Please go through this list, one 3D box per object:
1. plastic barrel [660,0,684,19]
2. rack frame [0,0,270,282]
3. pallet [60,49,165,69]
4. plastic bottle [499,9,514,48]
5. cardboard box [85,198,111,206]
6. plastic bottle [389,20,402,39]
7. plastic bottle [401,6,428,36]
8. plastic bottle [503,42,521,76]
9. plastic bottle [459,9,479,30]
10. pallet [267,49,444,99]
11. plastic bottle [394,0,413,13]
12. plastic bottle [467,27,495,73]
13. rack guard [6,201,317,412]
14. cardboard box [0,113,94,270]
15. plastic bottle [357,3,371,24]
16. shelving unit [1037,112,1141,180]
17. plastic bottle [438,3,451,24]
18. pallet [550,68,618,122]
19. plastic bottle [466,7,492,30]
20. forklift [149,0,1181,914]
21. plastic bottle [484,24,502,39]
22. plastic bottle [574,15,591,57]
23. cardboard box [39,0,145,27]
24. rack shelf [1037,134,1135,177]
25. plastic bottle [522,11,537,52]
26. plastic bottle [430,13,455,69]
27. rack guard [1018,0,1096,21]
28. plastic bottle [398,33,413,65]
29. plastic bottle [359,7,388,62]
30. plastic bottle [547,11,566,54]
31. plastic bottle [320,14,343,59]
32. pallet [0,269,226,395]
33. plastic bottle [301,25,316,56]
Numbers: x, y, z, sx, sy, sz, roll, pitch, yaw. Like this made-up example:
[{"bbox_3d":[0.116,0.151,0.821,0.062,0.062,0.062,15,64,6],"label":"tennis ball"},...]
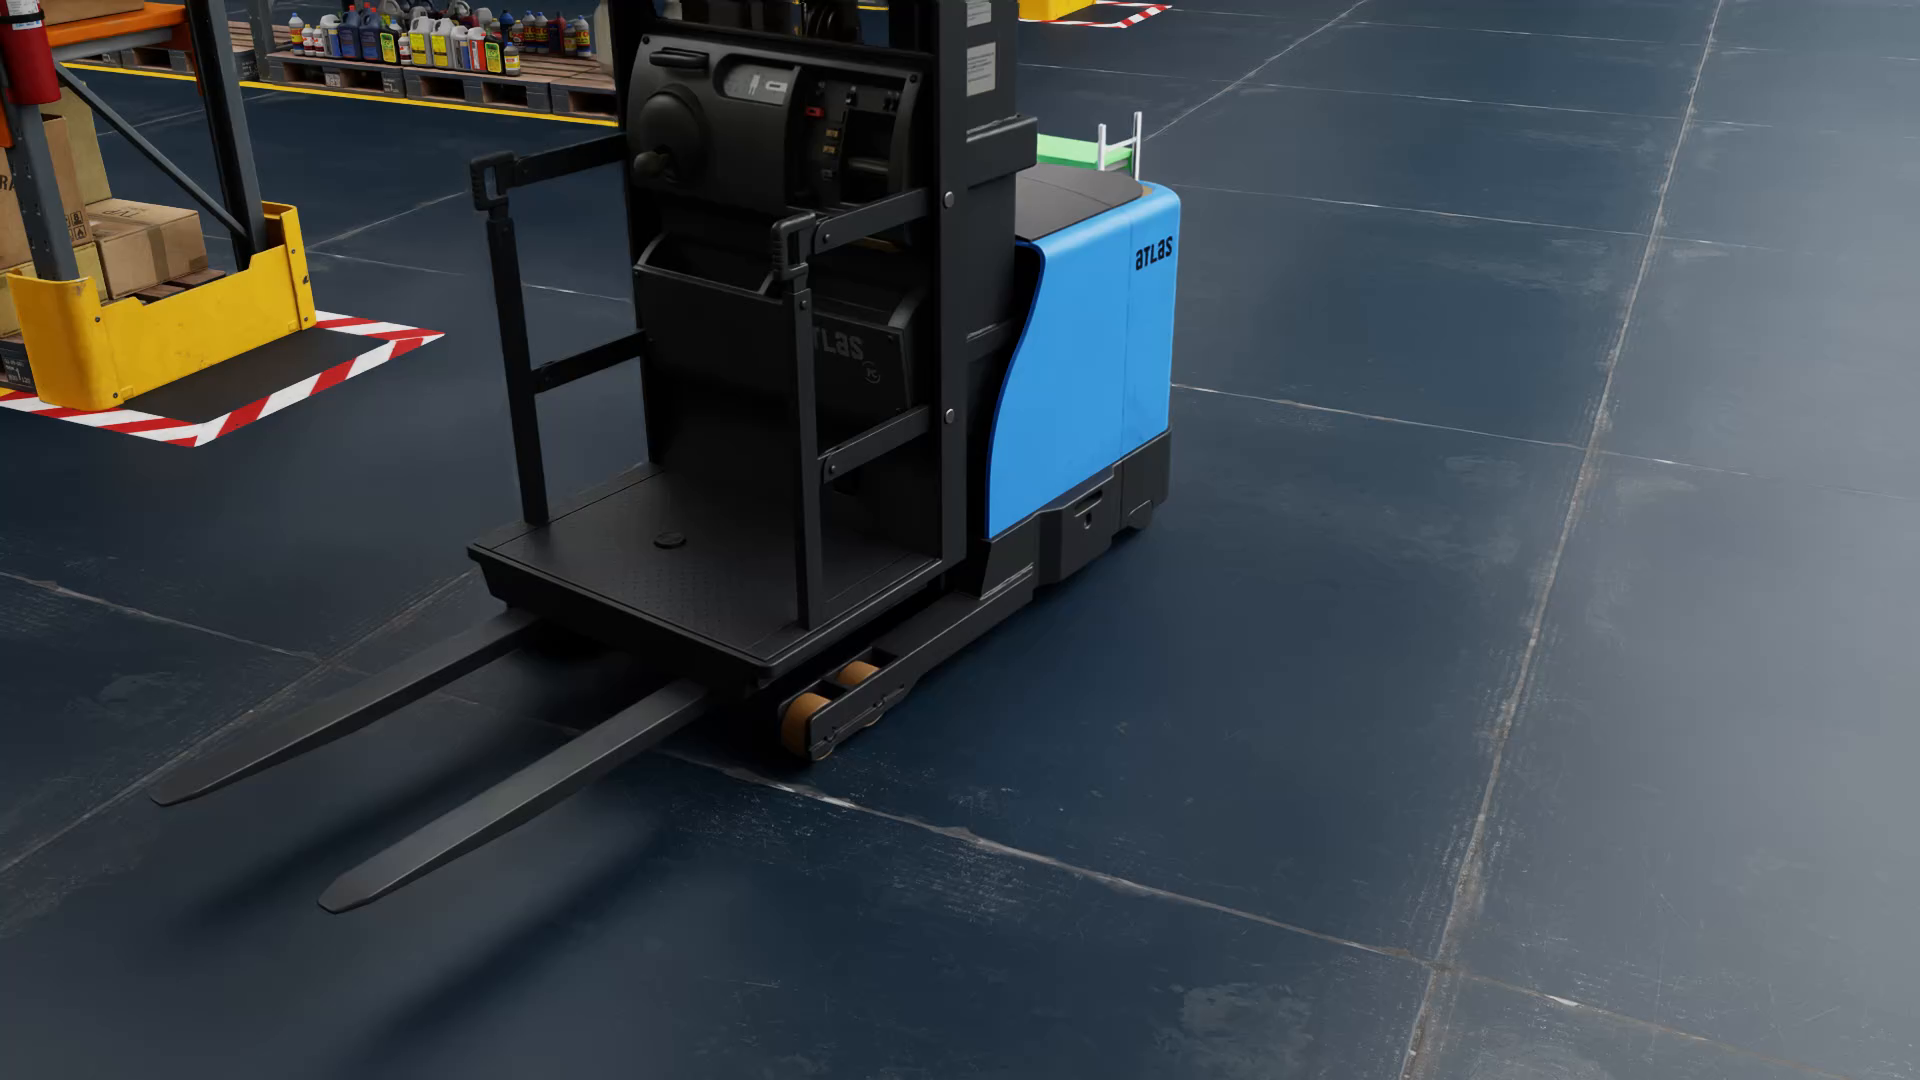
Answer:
[{"bbox_3d":[-1.737,-3.240,10.775,0.421,0.512,0.421,0,26,0],"label":"plastic barrel"},{"bbox_3d":[-3.160,-2.087,6.093,0.127,3.000,1.000,11,28,22],"label":"rack frame"},{"bbox_3d":[-6.593,-3.909,12.950,1.213,0.211,1.003,11,28,22],"label":"pallet"},{"bbox_3d":[-3.216,-3.626,11.810,0.097,0.271,0.097,0,26,0],"label":"plastic bottle"},{"bbox_3d":[-4.013,-1.319,7.171,0.500,0.250,0.500,11,28,22],"label":"cardboard box"},{"bbox_3d":[-3.864,-3.422,11.395,0.097,0.271,0.097,0,26,0],"label":"plastic bottle"},{"bbox_3d":[-3.906,-3.683,11.921,0.135,0.276,0.152,11,28,22],"label":"plastic bottle"},{"bbox_3d":[-2.960,-3.179,10.982,0.097,0.201,0.097,0,26,0],"label":"plastic bottle"},{"bbox_3d":[-3.471,-3.618,11.779,0.133,0.283,0.061,11,28,22],"label":"plastic bottle"},{"bbox_3d":[-4.154,-3.419,11.955,1.213,0.211,1.003,11,28,22],"label":"pallet"},{"bbox_3d":[-4.042,-3.816,12.106,0.185,0.351,0.144,11,28,20],"label":"plastic bottle"},{"bbox_3d":[-3.178,-3.270,11.081,0.135,0.276,0.152,12,28,22],"label":"plastic bottle"},{"bbox_3d":[-3.139,-0.961,6.636,0.348,0.500,1.175,11,28,22],"label":"rack guard"},{"bbox_3d":[-3.772,-1.356,6.398,0.500,0.500,0.500,11,28,22],"label":"cardboard box"},{"bbox_3d":[-4.125,-3.562,11.589,0.185,0.351,0.144,11,28,22],"label":"plastic bottle"},{"bbox_3d":[0.305,-0.848,5.614,0.503,1.200,0.258,18,31,32],"label":"shelving unit"},{"bbox_3d":[-3.702,-3.738,12.023,0.133,0.283,0.061,13,29,25],"label":"plastic bottle"},{"bbox_3d":[-1.933,-2.972,11.048,1.213,0.211,1.003,11,28,22],"label":"pallet"},{"bbox_3d":[-3.427,-3.657,11.868,0.135,0.276,0.152,12,29,23],"label":"plastic bottle"},{"bbox_3d":[-0.601,-1.010,3.982,1.130,2.935,3.031,18,31,32],"label":"forklift"},{"bbox_3d":[-3.134,-3.316,11.167,0.133,0.283,0.061,11,28,22],"label":"plastic bottle"},{"bbox_3d":[-2.628,-3.508,11.570,0.097,0.271,0.097,0,26,0],"label":"plastic bottle"},{"bbox_3d":[-3.580,-2.222,6.254,0.500,0.500,0.700,11,28,22],"label":"cardboard box"},{"bbox_3d":[0.305,-1.221,5.430,0.480,0.148,0.258,18,31,32],"label":"rack shelf"},{"bbox_3d":[-3.031,-3.589,11.734,0.097,0.271,0.097,0,26,0],"label":"plastic bottle"},{"bbox_3d":[-3.457,-3.357,11.174,0.185,0.351,0.144,13,29,24],"label":"plastic bottle"},{"bbox_3d":[0.874,-4.962,14.762,0.348,0.500,1.175,11,28,22],"label":"rack guard"},{"bbox_3d":[-3.765,-3.341,11.310,0.097,0.201,0.097,0,26,0],"label":"plastic bottle"},{"bbox_3d":[-4.013,-3.469,11.401,0.185,0.351,0.144,10,28,20],"label":"plastic bottle"},{"bbox_3d":[-2.827,-3.562,11.666,0.133,0.283,0.061,12,29,23],"label":"plastic bottle"},{"bbox_3d":[-4.334,-3.502,11.552,0.135,0.276,0.152,12,29,24],"label":"plastic bottle"},{"bbox_3d":[-3.874,-0.959,6.958,1.213,0.211,1.003,11,28,22],"label":"pallet"},{"bbox_3d":[-4.547,-3.498,11.629,0.097,0.201,0.097,0,26,0],"label":"plastic bottle"}]
